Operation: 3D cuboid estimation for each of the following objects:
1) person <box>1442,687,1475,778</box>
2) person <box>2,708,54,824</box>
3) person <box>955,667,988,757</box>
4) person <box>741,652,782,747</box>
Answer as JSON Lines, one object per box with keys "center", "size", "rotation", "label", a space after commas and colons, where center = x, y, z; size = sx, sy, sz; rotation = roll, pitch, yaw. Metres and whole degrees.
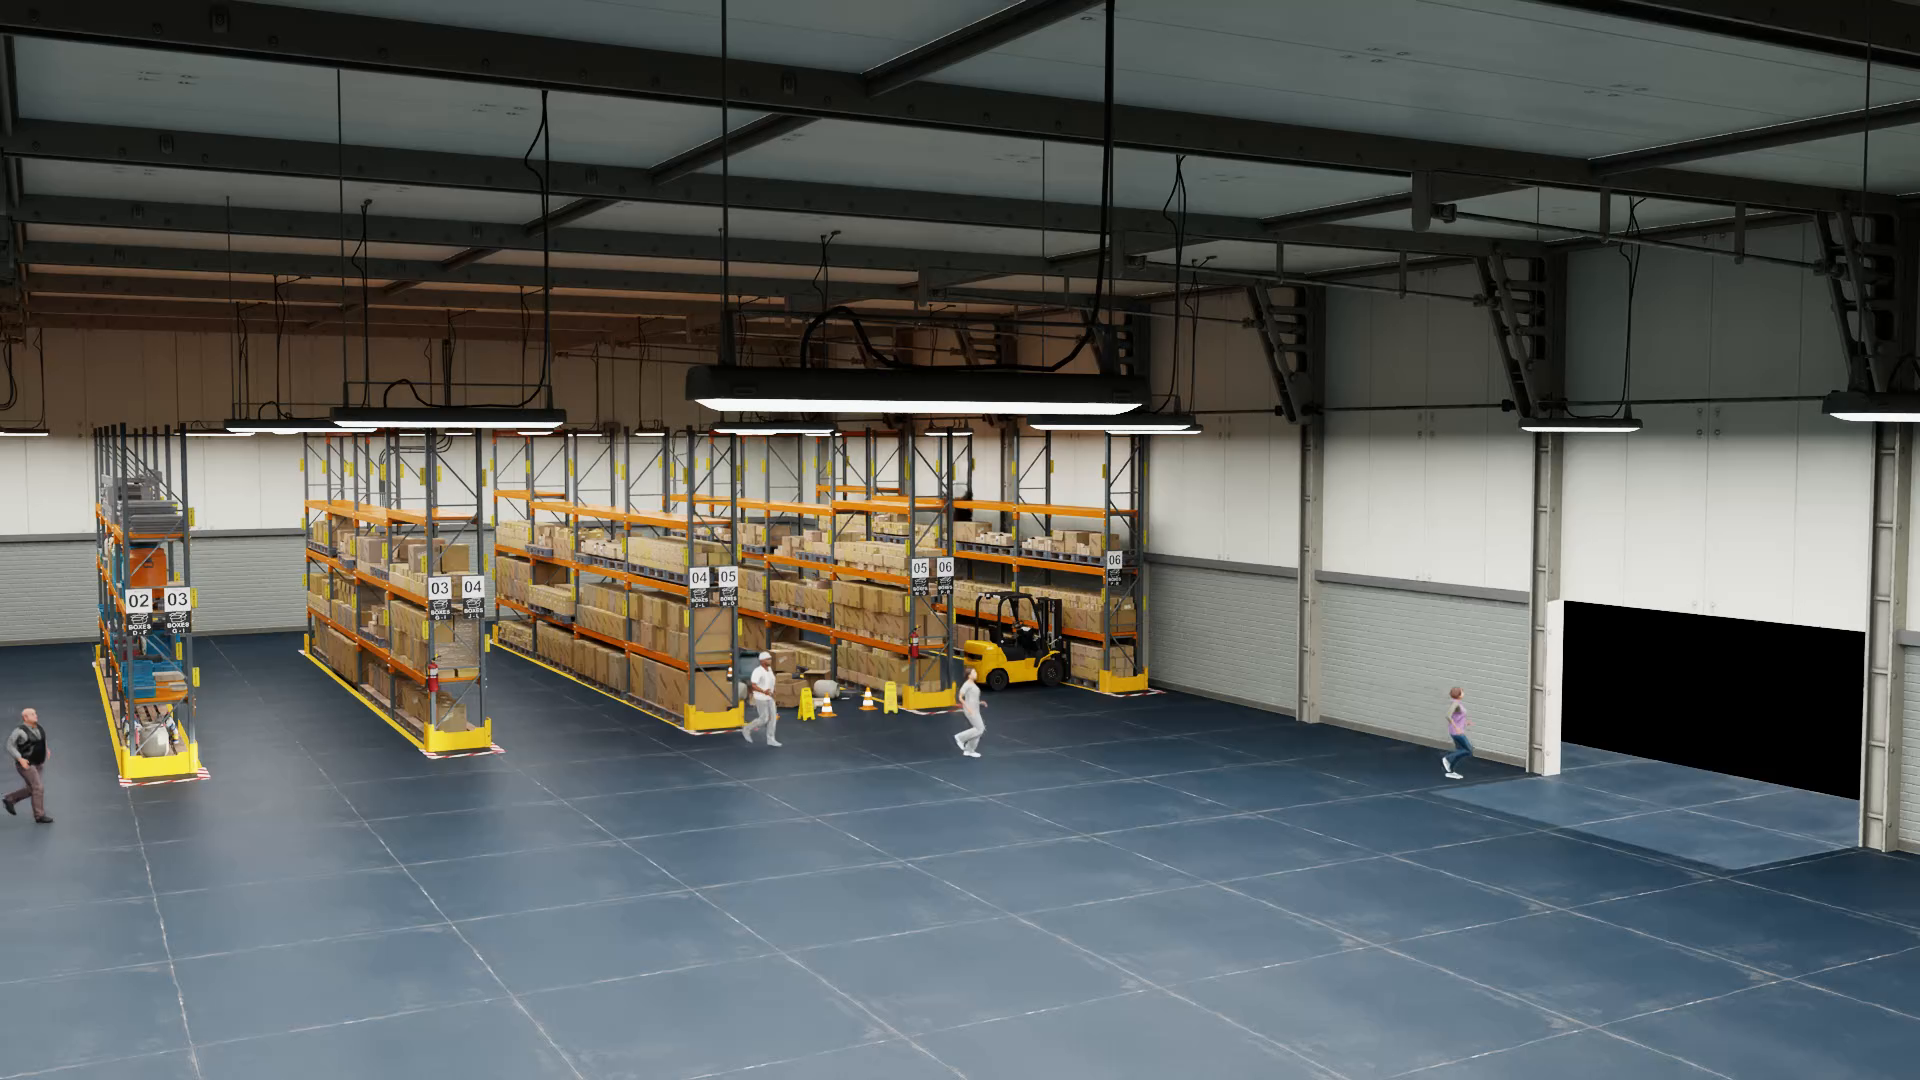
{"center": [8.411, 3.248, 28.029], "size": [0.537, 1.558, 0.530], "rotation": [1, 4, 15], "label": "person"}
{"center": [-13.905, 3.353, 24.783], "size": [0.854, 1.715, 0.661], "rotation": [0, 3, 7], "label": "person"}
{"center": [0.207, 3.100, 30.024], "size": [0.562, 1.626, 0.571], "rotation": [1, 4, 17], "label": "person"}
{"center": [-3.688, 2.966, 31.096], "size": [0.801, 1.765, 0.726], "rotation": [1, 4, 23], "label": "person"}
